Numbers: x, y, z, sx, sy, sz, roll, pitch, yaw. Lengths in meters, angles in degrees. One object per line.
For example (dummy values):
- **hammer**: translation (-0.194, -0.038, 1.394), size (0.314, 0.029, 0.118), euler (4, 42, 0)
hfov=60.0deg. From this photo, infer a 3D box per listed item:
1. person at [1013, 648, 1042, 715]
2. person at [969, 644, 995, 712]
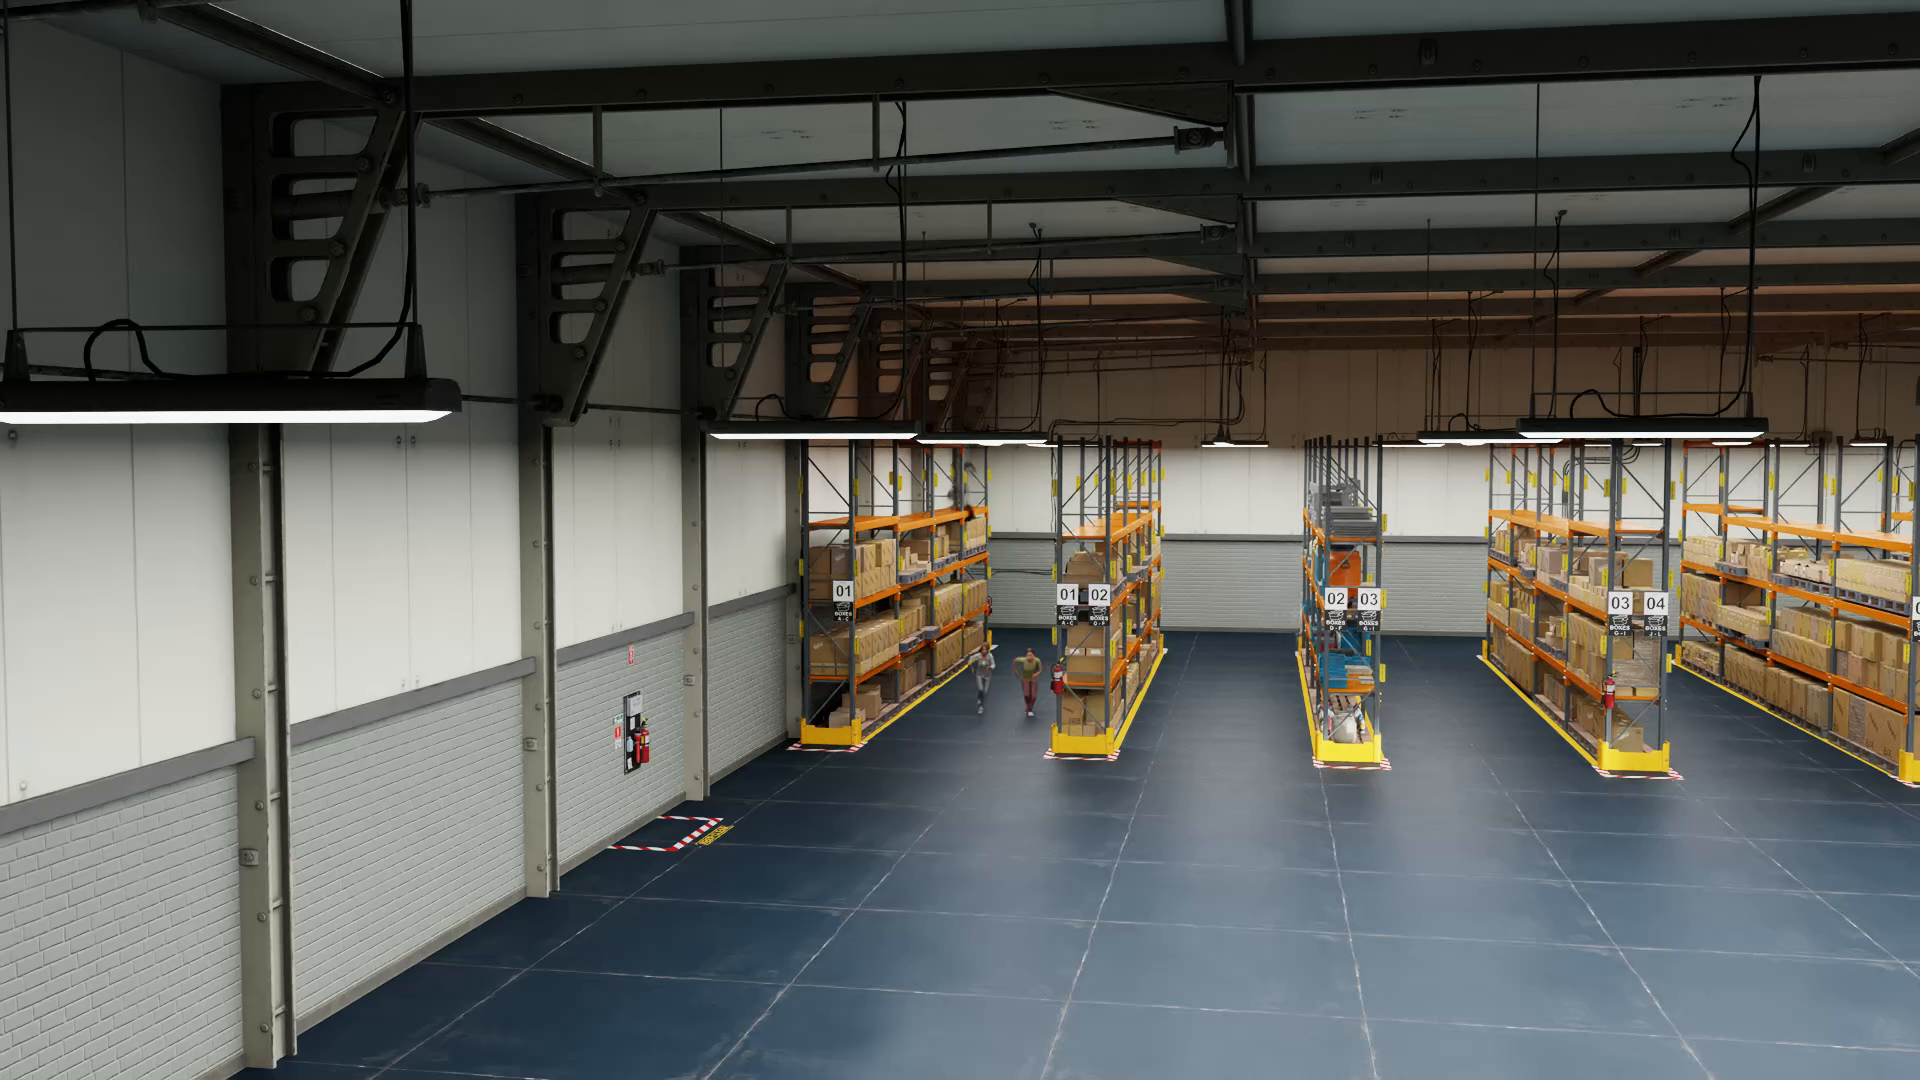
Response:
- **person**: translation (1.449, 3.046, 35.671), size (0.606, 1.501, 0.802), euler (0, 3, -1)
- **person**: translation (0.492, 3.007, 36.051), size (0.524, 1.524, 0.742), euler (0, 3, -9)
